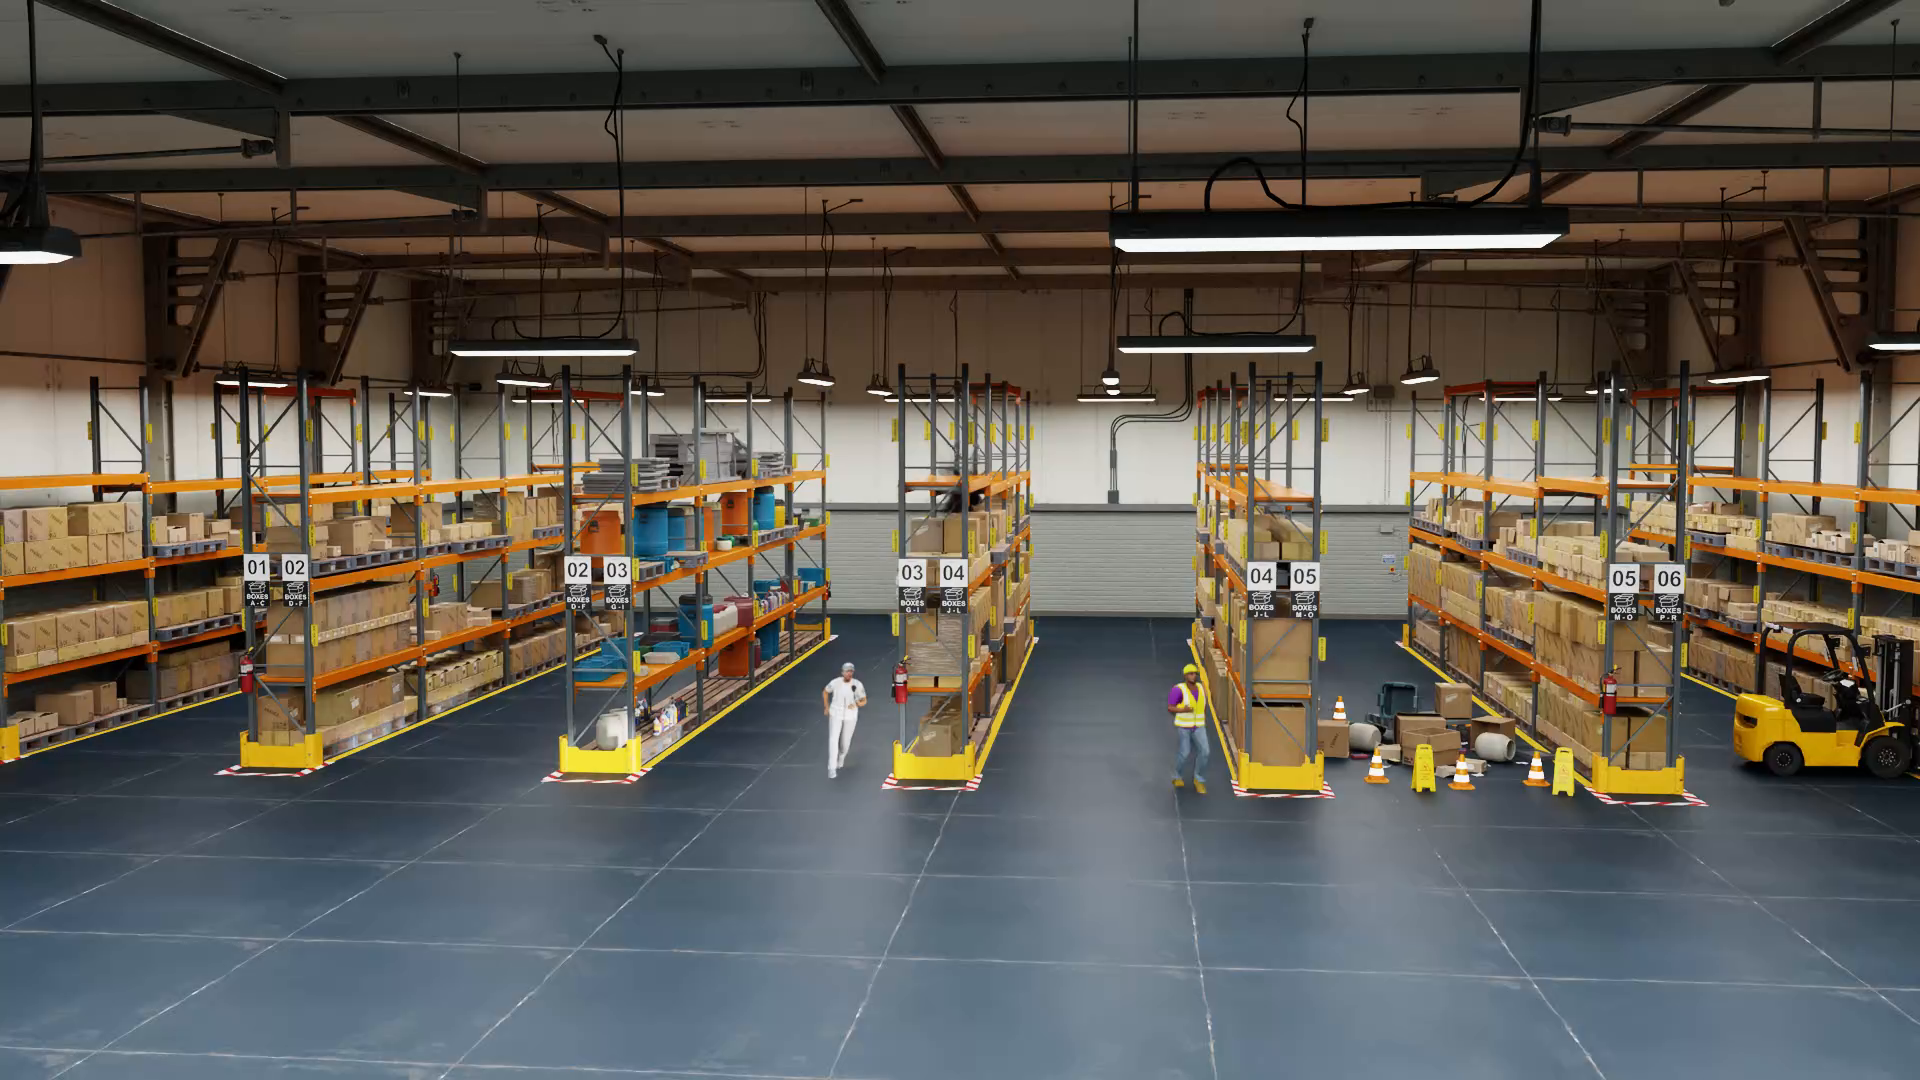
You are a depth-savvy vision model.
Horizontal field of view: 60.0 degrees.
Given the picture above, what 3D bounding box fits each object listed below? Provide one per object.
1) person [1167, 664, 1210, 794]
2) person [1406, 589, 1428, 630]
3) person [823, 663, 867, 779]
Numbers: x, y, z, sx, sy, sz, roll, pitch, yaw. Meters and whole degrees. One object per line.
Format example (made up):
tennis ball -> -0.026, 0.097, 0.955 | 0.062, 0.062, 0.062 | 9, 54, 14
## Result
person -> 3.214, 2.643, 23.197 | 0.693, 1.831, 0.675 | -1, 4, -19
person -> 11.144, 1.553, 40.302 | 0.833, 1.821, 0.702 | 2, 4, 23
person -> -1.681, 2.597, 24.301 | 0.640, 1.625, 0.948 | 0, 4, -5
